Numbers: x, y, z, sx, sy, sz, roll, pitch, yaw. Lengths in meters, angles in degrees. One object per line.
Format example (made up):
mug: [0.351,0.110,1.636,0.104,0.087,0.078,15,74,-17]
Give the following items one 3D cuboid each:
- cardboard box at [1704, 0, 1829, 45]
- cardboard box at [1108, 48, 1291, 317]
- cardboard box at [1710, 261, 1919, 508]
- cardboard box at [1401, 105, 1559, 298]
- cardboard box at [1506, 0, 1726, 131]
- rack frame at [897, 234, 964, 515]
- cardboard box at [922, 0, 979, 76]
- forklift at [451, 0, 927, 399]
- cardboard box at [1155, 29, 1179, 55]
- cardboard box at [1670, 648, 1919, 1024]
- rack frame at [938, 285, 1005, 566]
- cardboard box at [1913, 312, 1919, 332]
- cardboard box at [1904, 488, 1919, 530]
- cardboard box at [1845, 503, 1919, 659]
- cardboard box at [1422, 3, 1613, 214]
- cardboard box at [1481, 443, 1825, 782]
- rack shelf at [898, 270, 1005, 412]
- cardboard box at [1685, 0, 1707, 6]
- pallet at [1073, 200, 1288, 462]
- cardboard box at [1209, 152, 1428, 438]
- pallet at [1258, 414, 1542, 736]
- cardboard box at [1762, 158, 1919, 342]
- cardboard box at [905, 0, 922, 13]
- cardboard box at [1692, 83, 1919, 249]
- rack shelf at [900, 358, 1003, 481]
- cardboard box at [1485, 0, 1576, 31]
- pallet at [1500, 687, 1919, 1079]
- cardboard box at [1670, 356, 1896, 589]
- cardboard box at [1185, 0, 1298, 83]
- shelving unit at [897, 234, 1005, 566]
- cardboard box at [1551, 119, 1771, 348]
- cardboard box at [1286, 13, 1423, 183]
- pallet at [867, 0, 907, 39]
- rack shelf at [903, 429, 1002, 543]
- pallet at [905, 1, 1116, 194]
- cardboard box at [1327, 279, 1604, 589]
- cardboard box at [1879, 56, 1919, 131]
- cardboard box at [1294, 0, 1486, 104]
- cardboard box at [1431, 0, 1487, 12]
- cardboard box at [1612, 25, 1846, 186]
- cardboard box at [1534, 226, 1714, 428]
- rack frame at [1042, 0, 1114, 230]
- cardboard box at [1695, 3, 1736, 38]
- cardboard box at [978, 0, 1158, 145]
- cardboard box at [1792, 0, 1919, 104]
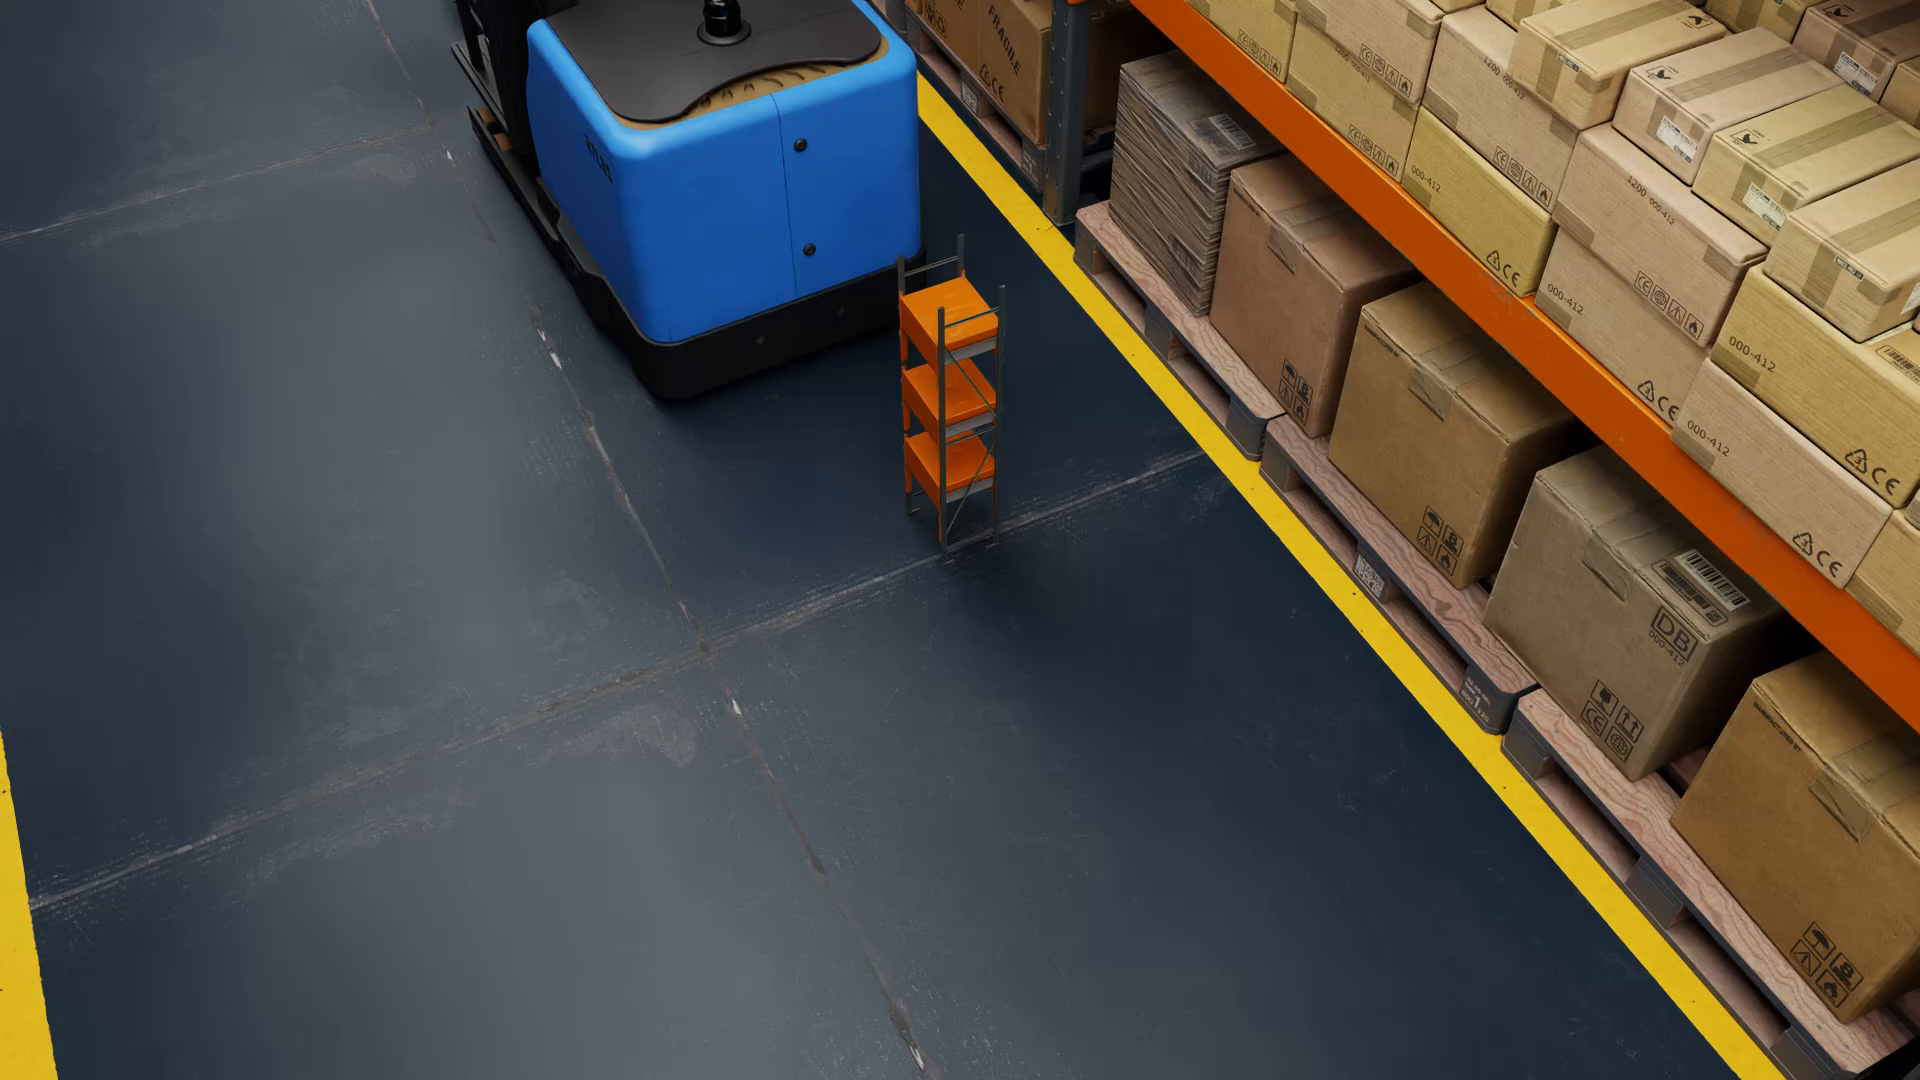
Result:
cardboard box: [1.990,-1.287,3.886,0.380,0.149,0.250,-21,52,-17]
cardboard box: [1.059,-1.307,5.699,0.875,0.625,0.625,-20,52,-16]
cardboard box: [1.922,-0.393,3.368,0.500,0.250,0.500,-22,53,-18]
cardboard box: [1.475,-0.914,4.156,0.500,0.250,0.500,-20,52,-16]
cardboard box: [1.461,-1.090,3.713,0.380,0.149,0.250,-22,53,-18]
rack frame: [-0.080,-0.463,4.958,0.200,1.050,0.008,-21,52,-18]
cardboard box: [0.181,-2.235,6.594,0.500,0.500,0.500,-22,52,-18]
forklift: [-1.279,-2.547,5.530,1.130,2.935,3.031,-23,53,-19]
cardboard box: [0.842,-2.066,6.446,0.500,0.500,0.500,-19,52,-16]
cardboard box: [2.367,0.603,4.029,0.875,0.625,0.625,-19,52,-16]
rack frame: [0.031,-0.300,4.815,0.200,1.050,0.008,-21,52,-18]
cardboard box: [2.063,-0.442,3.147,0.380,0.149,0.250,-21,52,-18]
cardboard box: [2.164,-0.051,3.070,0.500,0.250,0.500,-22,52,-18]
cardboard box: [2.153,0.107,3.263,0.500,0.250,0.500,-20,52,-17]
cardboard box: [1.479,-1.081,3.971,0.500,0.250,0.500,-20,52,-17]
cardboard box: [2.019,0.081,4.485,0.875,0.625,0.625,-22,52,-18]
rack shelf: [-0.025,-0.561,4.680,0.215,0.259,0.240,-21,52,-18]
cardboard box: [1.834,-1.450,4.028,0.380,0.149,0.250,-20,52,-17]
pallet: [1.128,-0.890,5.888,1.003,0.211,1.213,-21,52,-18]
cardboard box: [1.365,-0.872,5.319,0.875,0.625,0.625,-20,52,-16]
pallet: [1.682,-0.075,5.175,1.003,0.211,1.213,-21,52,-18]
cardboard box: [1.825,-0.573,3.261,0.380,0.149,0.250,-23,53,-19]
cardboard box: [-0.061,-2.585,6.900,0.500,0.500,0.500,-19,52,-16]
cardboard box: [1.760,-0.770,3.433,0.380,0.149,0.250,-22,52,-18]
rack shelf: [-0.025,-0.374,4.894,0.215,0.259,0.240,-21,52,-18]
cardboard box: [1.474,-1.303,3.900,0.380,0.149,0.250,-21,52,-18]
pallet: [2.244,0.743,4.460,1.003,0.211,1.213,-21,52,-18]
cardboard box: [1.918,-0.228,3.556,0.500,0.250,0.500,-21,52,-18]
cardboard box: [0.997,-1.604,4.759,0.500,0.250,0.500,-22,52,-18]
shelving unit: [-0.025,-0.381,4.886,0.215,1.050,0.252,-21,52,-18]
cardboard box: [1.693,-0.737,3.669,0.500,0.250,0.500,-20,52,-17]
cardboard box: [1.239,-1.261,4.460,0.500,0.250,0.500,-23,53,-19]
pallet: [-0.077,-2.783,7.544,1.003,0.211,1.213,-21,52,-18]
rack shelf: [-0.024,-0.191,5.103,0.215,0.259,0.240,-21,52,-18]
pallet: [0.478,-1.967,6.830,1.003,0.211,1.213,-21,52,-18]
cardboard box: [1.673,-0.422,4.925,0.875,0.625,0.625,-23,53,-19]
cardboard box: [2.230,-0.955,3.595,0.380,0.149,0.250,-21,52,-18]
cardboard box: [1.223,-1.415,4.262,0.500,0.250,0.500,-22,53,-18]
cardboard box: [1.269,-1.444,4.023,0.380,0.149,0.250,-20,52,-17]
cardboard box: [1.651,-0.939,3.581,0.380,0.149,0.250,-21,52,-17]
cardboard box: [1.718,-0.571,3.856,0.500,0.250,0.500,-21,52,-17]
rack frame: [0.786,-2.373,5.332,1.000,3.000,0.127,-21,52,-18]
cardboard box: [1.924,-1.266,4.132,0.500,0.250,0.500,-22,52,-18]
cardboard box: [0.401,-1.897,6.298,0.500,0.500,0.500,-20,52,-16]
cardboard box: [2.109,-1.122,3.742,0.380,0.149,0.250,-22,52,-18]
